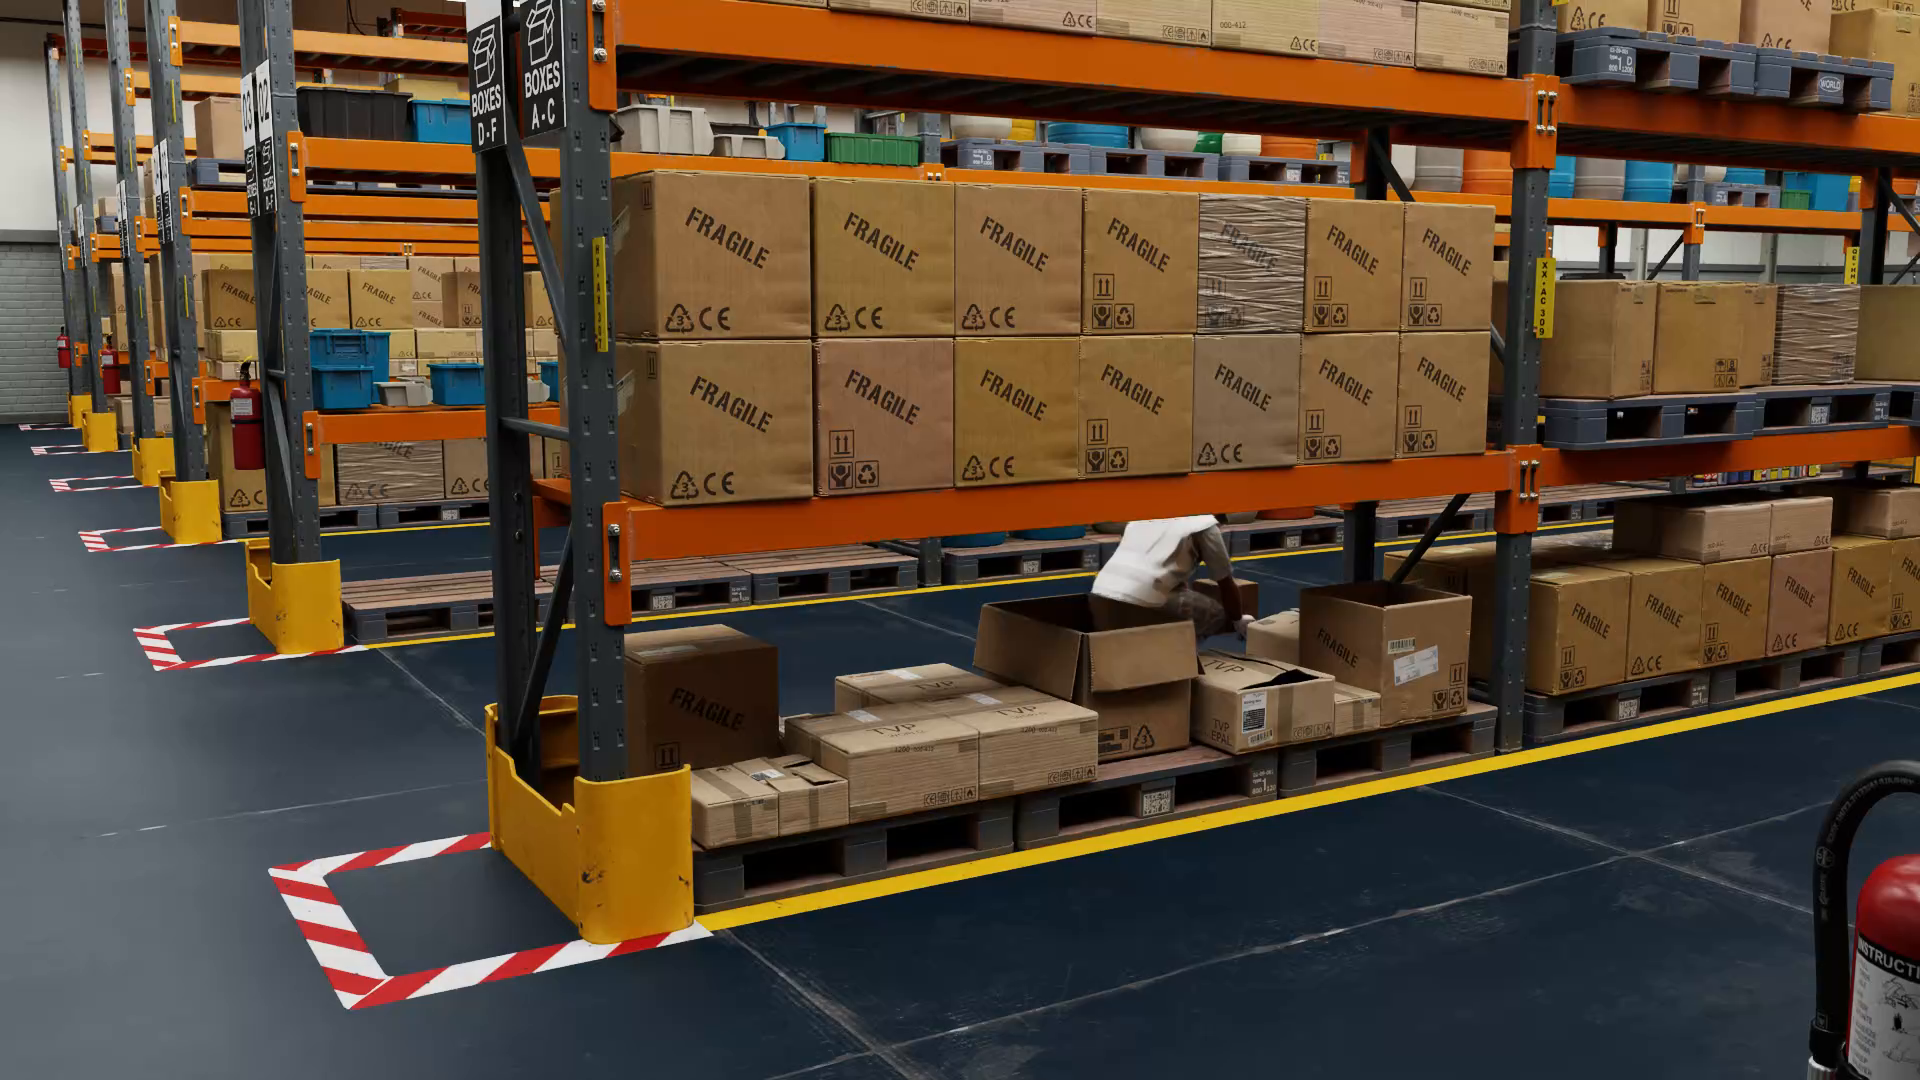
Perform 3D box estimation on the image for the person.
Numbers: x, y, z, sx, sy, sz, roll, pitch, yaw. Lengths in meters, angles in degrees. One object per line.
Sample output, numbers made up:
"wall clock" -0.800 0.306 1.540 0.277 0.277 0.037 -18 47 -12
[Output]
"person" 1.103 0.203 8.670 0.903 0.991 0.576 -5 9 -31
